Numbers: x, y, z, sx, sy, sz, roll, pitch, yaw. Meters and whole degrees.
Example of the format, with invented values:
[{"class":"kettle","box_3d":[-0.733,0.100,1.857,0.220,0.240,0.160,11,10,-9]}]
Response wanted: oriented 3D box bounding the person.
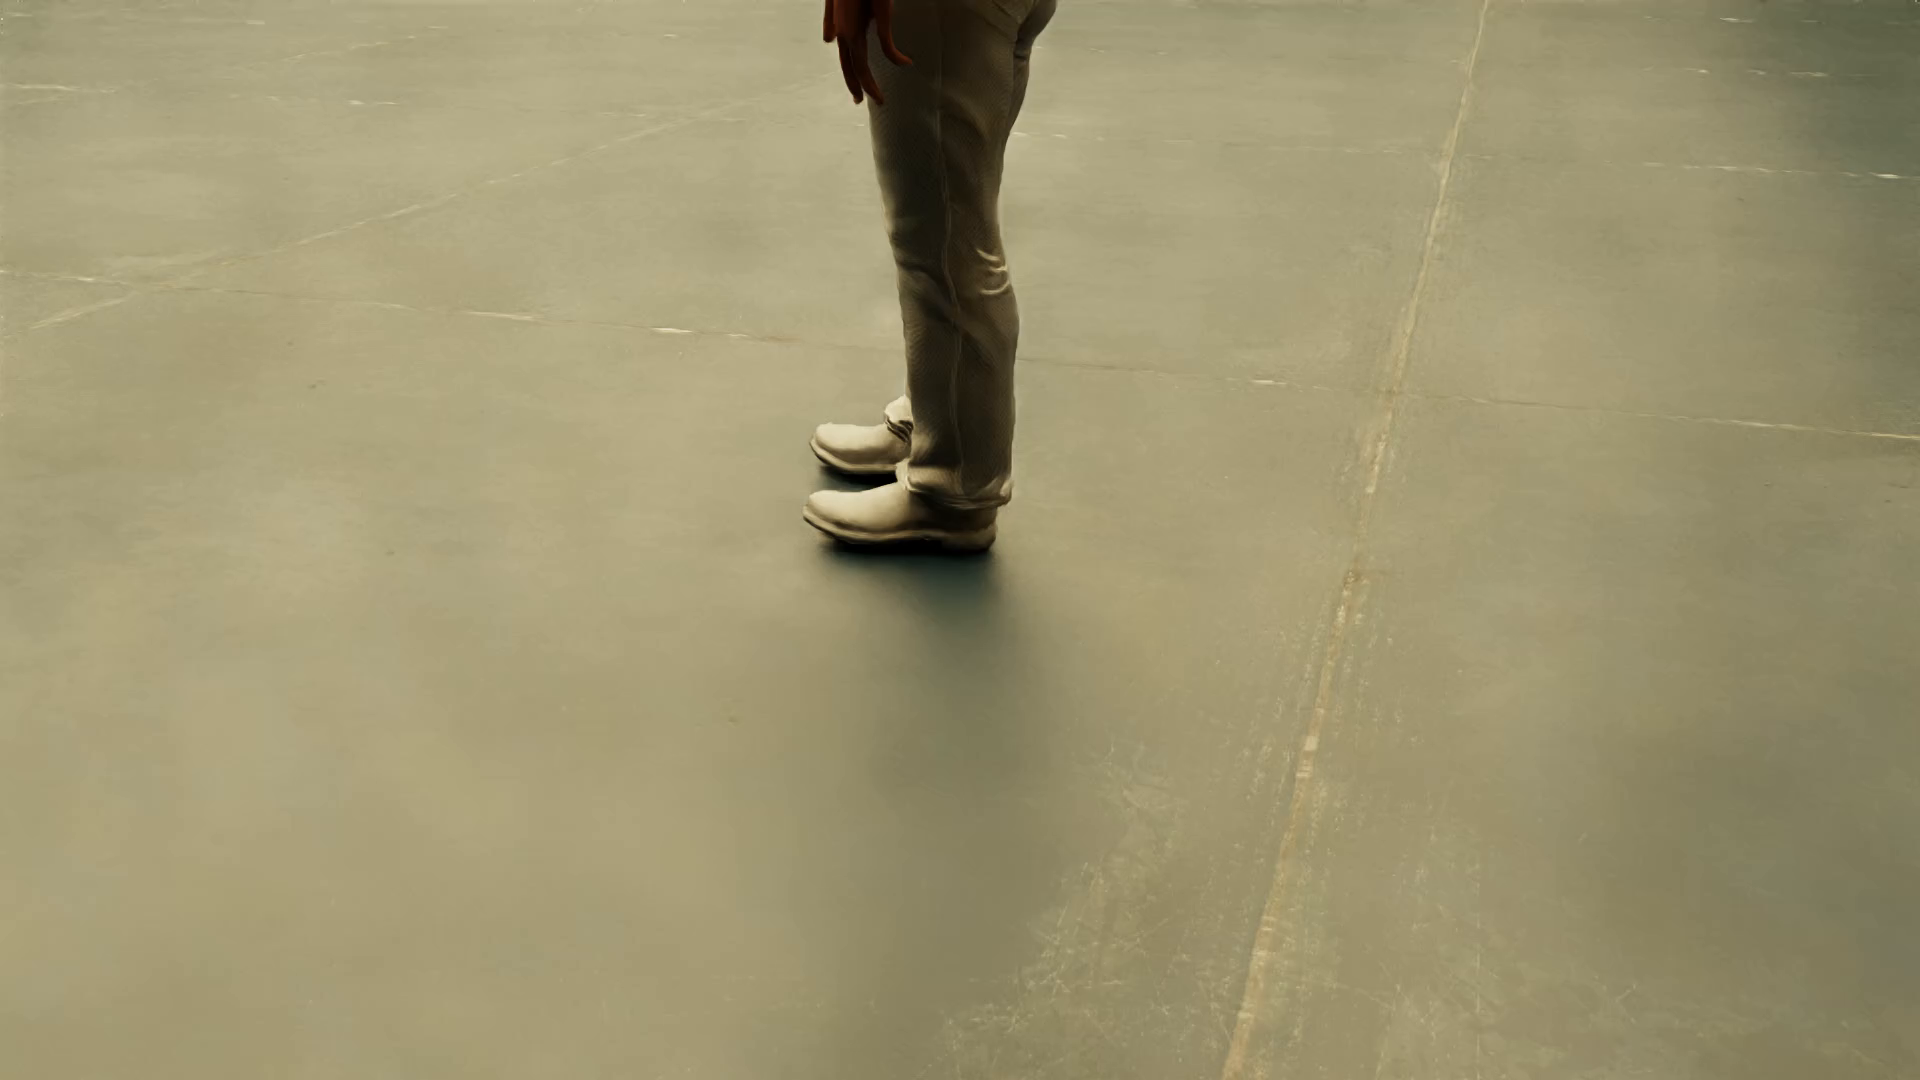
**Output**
[{"class":"person","box_3d":[-0.065,-0.833,2.305,0.576,1.766,0.665,7,23,16]}]
